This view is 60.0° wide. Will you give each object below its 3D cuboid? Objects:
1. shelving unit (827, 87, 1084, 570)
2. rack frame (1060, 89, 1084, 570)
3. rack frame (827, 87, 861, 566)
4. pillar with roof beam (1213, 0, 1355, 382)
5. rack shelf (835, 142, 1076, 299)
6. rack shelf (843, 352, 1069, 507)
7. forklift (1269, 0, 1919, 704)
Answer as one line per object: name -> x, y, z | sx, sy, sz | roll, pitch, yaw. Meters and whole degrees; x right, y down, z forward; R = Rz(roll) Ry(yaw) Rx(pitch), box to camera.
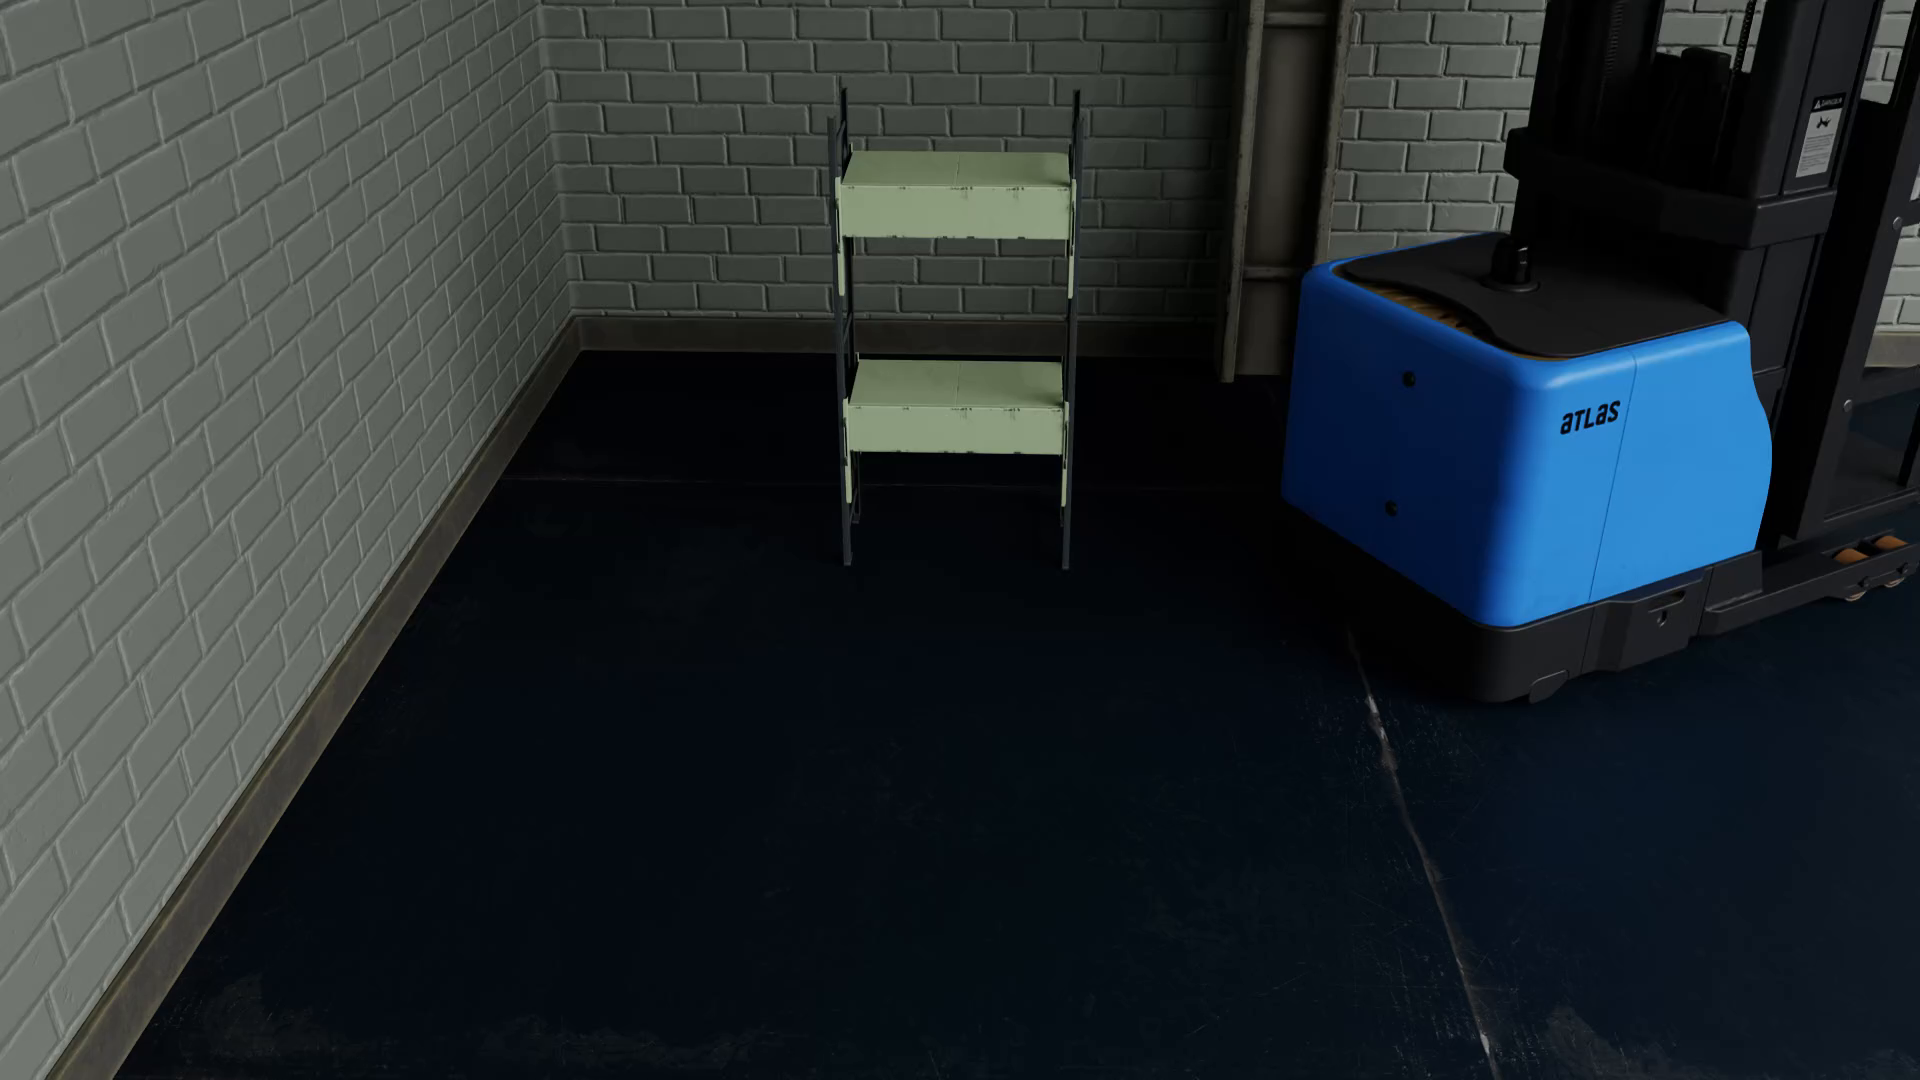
shelving unit -> -0.007, -0.663, 5.399 | 0.755, 1.500, 0.431 | 1, 28, 2
rack frame -> 0.359, -0.657, 5.388 | 0.023, 1.500, 0.400 | 1, 28, 2
rack frame -> -0.372, -0.669, 5.410 | 0.023, 1.500, 0.400 | 1, 28, 2
pillar with roof beam -> 1.145, -2.694, 1.225 | 0.400, 9.000, 9.100 | 1, 28, 2
rack shelf -> -0.007, -1.008, 5.216 | 0.720, 0.370, 0.431 | 1, 28, 2
rack shelf -> -0.007, -0.375, 5.552 | 0.720, 0.370, 0.431 | 1, 28, 2
forklift -> 2.563, -1.301, 5.075 | 3.031, 2.935, 1.130 | -14, 31, -25
